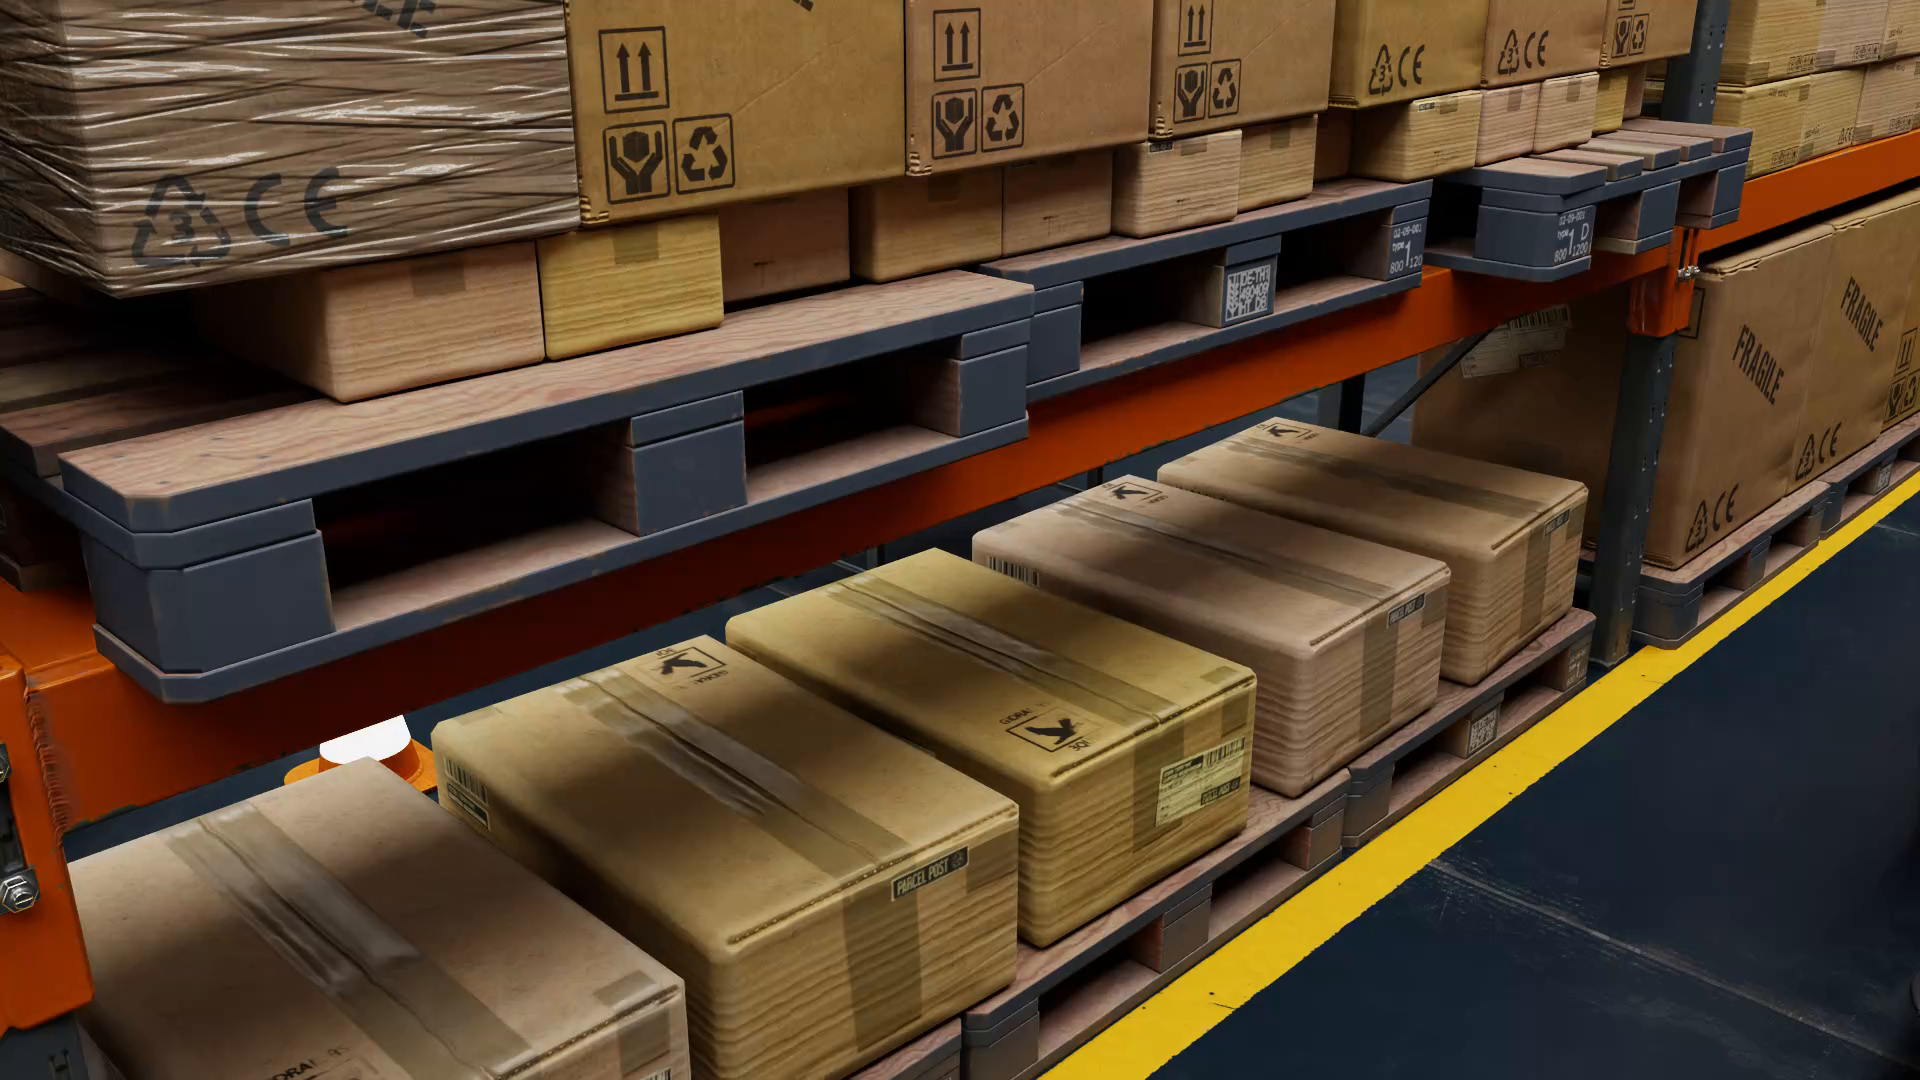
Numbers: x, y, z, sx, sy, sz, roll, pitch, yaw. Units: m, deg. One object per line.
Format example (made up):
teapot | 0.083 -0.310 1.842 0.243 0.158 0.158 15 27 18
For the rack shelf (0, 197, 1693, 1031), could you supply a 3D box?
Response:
rack shelf | 0.093 -0.326 3.244 1.077 0.370 4.000 19 28 41

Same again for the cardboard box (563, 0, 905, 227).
cardboard box | -0.420 -0.707 2.093 0.500 0.500 0.500 19 28 41

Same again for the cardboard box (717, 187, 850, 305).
cardboard box | -0.366 -0.443 2.312 0.250 0.149 0.380 -18 27 -39

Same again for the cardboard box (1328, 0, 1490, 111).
cardboard box | 0.667 -1.105 3.130 0.500 0.500 0.500 17 27 37

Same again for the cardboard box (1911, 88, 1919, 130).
cardboard box | 3.068 -1.566 5.677 0.500 0.250 0.500 19 28 41

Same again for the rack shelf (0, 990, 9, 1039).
rack shelf | -2.697 0.702 0.569 1.077 0.370 4.000 19 28 41

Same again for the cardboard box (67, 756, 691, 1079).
cardboard box | -0.938 0.748 2.526 0.950 0.372 0.625 20 29 41

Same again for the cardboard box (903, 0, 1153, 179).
cardboard box | -0.066 -0.830 2.415 0.500 0.500 0.500 19 28 40

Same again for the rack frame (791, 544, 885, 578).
rack frame | -0.414 -0.547 4.908 0.500 1.500 0.032 19 28 41

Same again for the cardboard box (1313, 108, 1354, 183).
cardboard box | 0.521 -0.778 3.183 0.380 0.149 0.250 20 28 41

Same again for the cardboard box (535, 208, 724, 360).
cardboard box | -0.509 -0.351 2.072 0.250 0.149 0.380 -19 28 -41

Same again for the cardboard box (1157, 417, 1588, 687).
cardboard box | 1.087 -0.002 4.477 0.950 0.372 0.625 17 27 37

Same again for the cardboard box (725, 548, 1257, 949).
cardboard box | 0.045 0.383 3.475 0.625 0.372 0.950 -19 28 -40

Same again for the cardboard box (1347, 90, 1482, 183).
cardboard box | 0.786 -0.811 3.269 0.250 0.149 0.380 -20 28 -41

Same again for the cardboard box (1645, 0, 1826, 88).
cardboard box | 2.019 -1.408 4.568 0.500 0.250 0.500 19 28 40

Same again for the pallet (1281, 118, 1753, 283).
pallet | 1.068 -0.876 3.941 1.213 0.211 1.003 19 28 41

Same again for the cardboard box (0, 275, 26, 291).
cardboard box | -3.875 -0.935 6.378 1.050 0.750 0.750 19 28 41

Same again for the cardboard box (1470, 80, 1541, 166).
cardboard box | 0.968 -0.886 3.463 0.380 0.149 0.250 18 27 38

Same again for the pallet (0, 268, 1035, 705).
pallet | -0.664 -0.218 2.228 1.003 0.211 1.213 19 28 41

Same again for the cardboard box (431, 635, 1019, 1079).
cardboard box | -0.439 0.562 3.009 0.625 0.372 0.950 -18 27 -39

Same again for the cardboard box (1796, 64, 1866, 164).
cardboard box | 2.356 -1.305 4.998 0.500 0.250 0.500 18 28 39

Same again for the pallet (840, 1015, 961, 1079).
pallet | -0.760 0.954 2.799 1.003 0.211 1.213 19 28 41

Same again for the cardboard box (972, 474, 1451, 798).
cardboard box | 0.578 0.189 3.979 0.950 0.372 0.625 19 28 40

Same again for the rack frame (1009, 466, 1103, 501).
rack frame | 0.295 -0.809 5.588 0.500 1.500 0.032 19 28 41

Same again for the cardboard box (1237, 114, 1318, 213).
cardboard box | 0.404 -0.693 2.962 0.380 0.149 0.250 18 27 39

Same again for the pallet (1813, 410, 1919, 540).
pallet | 2.944 -0.370 6.243 1.003 0.211 1.213 19 28 41

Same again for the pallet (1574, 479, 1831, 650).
pallet | 2.093 -0.058 5.431 1.003 0.211 1.213 19 28 41

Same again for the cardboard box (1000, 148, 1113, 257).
cardboard box | 0.017 -0.562 2.621 0.380 0.149 0.250 20 28 41

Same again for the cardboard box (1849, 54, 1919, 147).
cardboard box | 2.726 -1.438 5.345 0.500 0.250 0.500 -19 28 -40

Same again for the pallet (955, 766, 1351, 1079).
pallet | 0.091 0.638 3.619 1.003 0.211 1.213 19 28 41

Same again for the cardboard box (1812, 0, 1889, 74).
cardboard box | 2.380 -1.540 4.913 0.500 0.250 0.500 -19 28 -41

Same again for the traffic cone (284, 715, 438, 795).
traffic cone | -1.440 0.367 3.973 0.336 0.463 0.334 19 28 41

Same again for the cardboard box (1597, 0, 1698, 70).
cardboard box | 1.371 -1.371 3.821 0.500 0.500 0.500 18 28 39

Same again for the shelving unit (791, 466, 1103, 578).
shelving unit | -0.059 -0.678 5.248 0.538 1.500 1.048 19 28 41

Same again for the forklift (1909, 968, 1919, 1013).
forklift | 2.908 -0.676 3.248 1.130 2.935 3.031 18 27 39

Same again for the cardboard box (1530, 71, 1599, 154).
cardboard box | 1.150 -0.948 3.626 0.380 0.149 0.250 19 28 40

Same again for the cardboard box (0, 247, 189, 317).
cardboard box | -1.141 -0.428 2.271 0.250 0.149 0.380 -20 28 -41

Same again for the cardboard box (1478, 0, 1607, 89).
cardboard box | 1.018 -1.235 3.468 0.500 0.500 0.500 19 28 40

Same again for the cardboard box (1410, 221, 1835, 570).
cardboard box | 2.030 -0.537 5.166 0.875 0.875 0.875 19 28 40

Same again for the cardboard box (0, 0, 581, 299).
cardboard box | -0.769 -0.578 1.758 0.500 0.500 0.500 -19 28 -41

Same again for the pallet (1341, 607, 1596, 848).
pallet | 0.942 0.326 4.431 1.003 0.211 1.213 19 28 41

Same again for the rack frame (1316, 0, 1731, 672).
rack frame | 1.489 -1.176 4.453 1.000 3.000 0.127 19 28 41

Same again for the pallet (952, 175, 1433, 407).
pallet | 0.137 -0.567 3.136 1.003 0.211 1.213 19 28 41

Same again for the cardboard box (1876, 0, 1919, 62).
cardboard box | 2.737 -1.665 5.238 0.500 0.250 0.500 19 28 40

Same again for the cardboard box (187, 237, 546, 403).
cardboard box | -0.690 -0.289 1.911 0.250 0.149 0.380 -20 28 -41

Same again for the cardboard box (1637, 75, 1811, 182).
cardboard box | 2.010 -1.169 4.643 0.500 0.250 0.500 19 28 40

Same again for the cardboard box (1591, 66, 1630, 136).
cardboard box | 1.293 -1.024 3.823 0.250 0.149 0.380 -20 28 -41

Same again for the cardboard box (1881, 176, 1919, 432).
cardboard box | 3.279 -0.995 6.358 0.875 0.875 0.875 -19 28 -40

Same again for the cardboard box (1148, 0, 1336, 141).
cardboard box | 0.285 -0.965 2.765 0.500 0.500 0.500 18 27 39

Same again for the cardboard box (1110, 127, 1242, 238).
cardboard box | 0.239 -0.617 2.765 0.250 0.149 0.380 -19 28 -40

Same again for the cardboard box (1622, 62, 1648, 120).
cardboard box | 1.428 -1.111 4.050 0.250 0.149 0.380 -19 28 -40

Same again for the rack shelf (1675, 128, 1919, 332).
rack shelf | 2.884 -1.354 5.919 1.077 0.370 4.000 19 28 41

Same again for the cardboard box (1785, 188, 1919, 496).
cardboard box | 2.655 -0.765 5.760 0.875 0.875 0.875 20 29 41

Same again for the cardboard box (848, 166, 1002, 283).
cardboard box | -0.157 -0.499 2.456 0.250 0.149 0.380 -20 28 -41
